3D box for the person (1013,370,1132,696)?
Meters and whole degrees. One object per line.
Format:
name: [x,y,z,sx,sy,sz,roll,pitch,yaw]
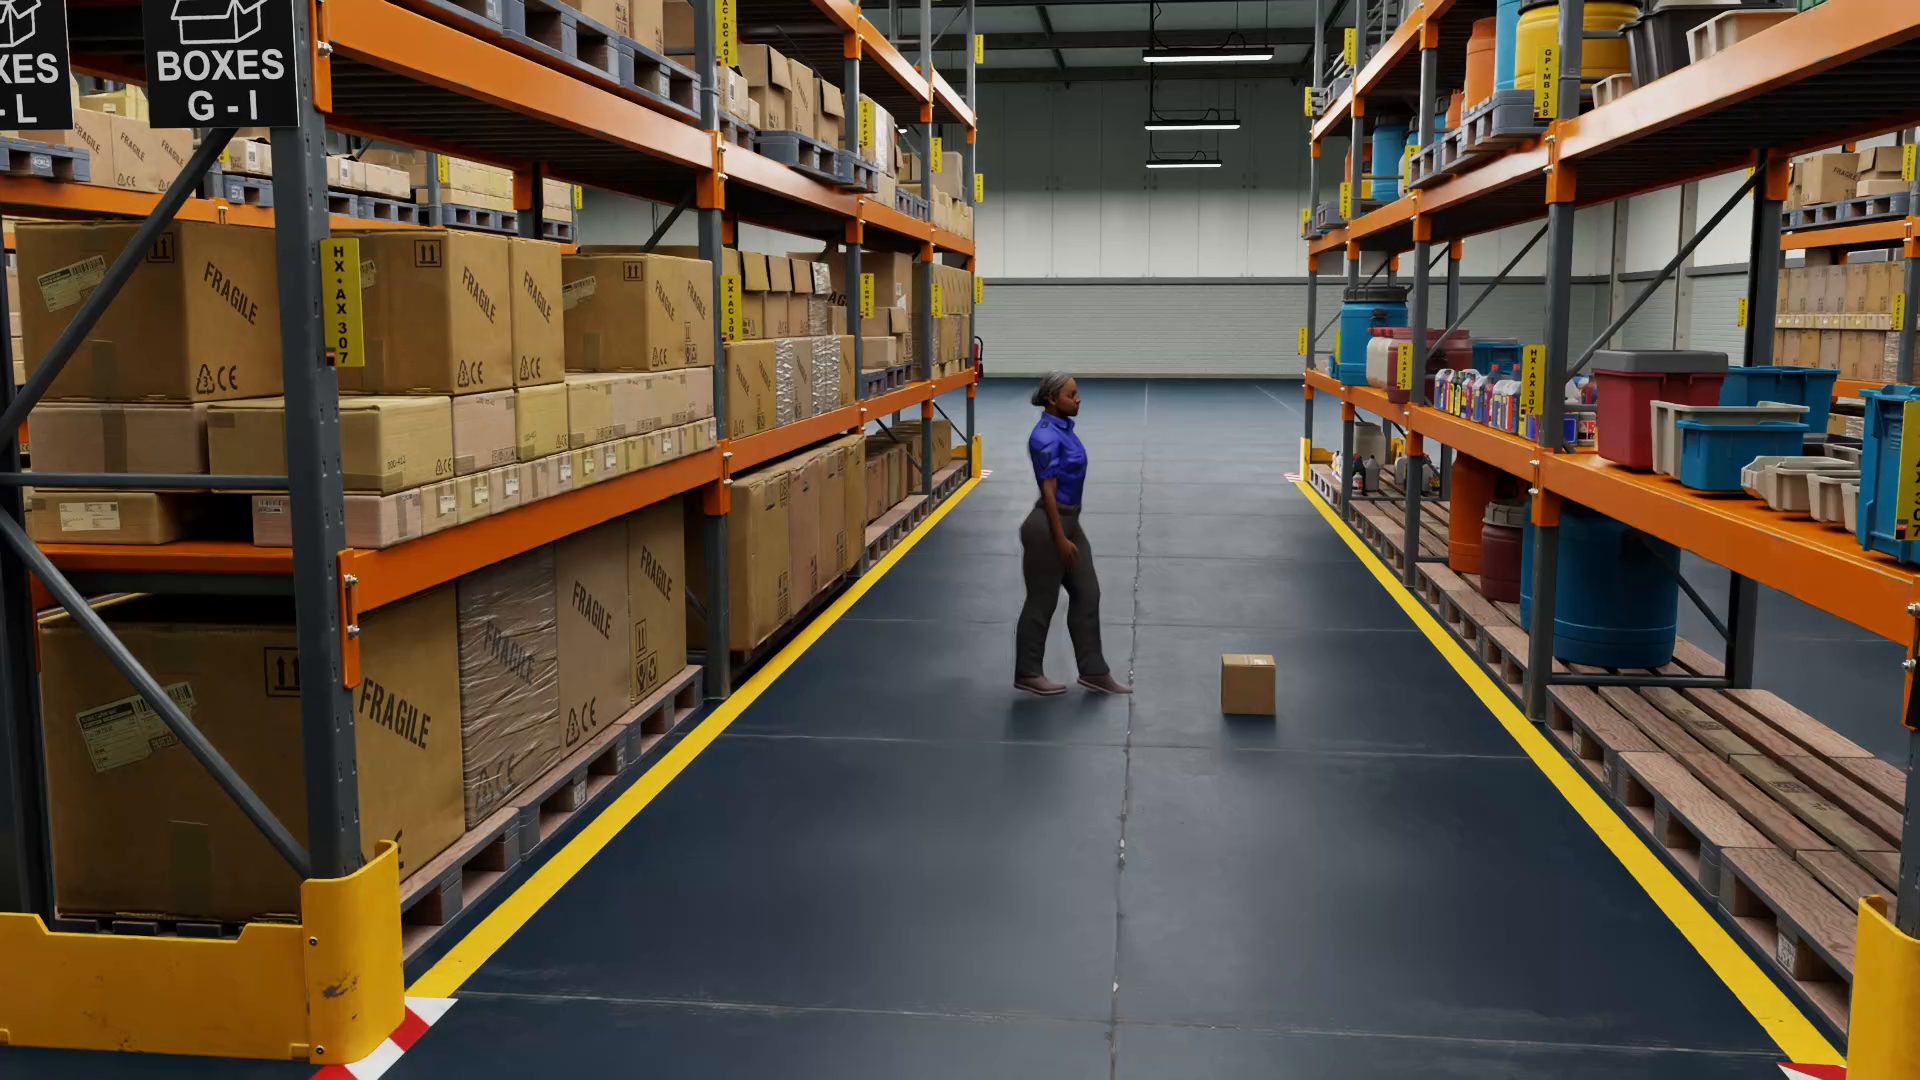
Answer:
person: [0.554,-0.012,8.418,0.576,1.687,0.485,3,8,22]
